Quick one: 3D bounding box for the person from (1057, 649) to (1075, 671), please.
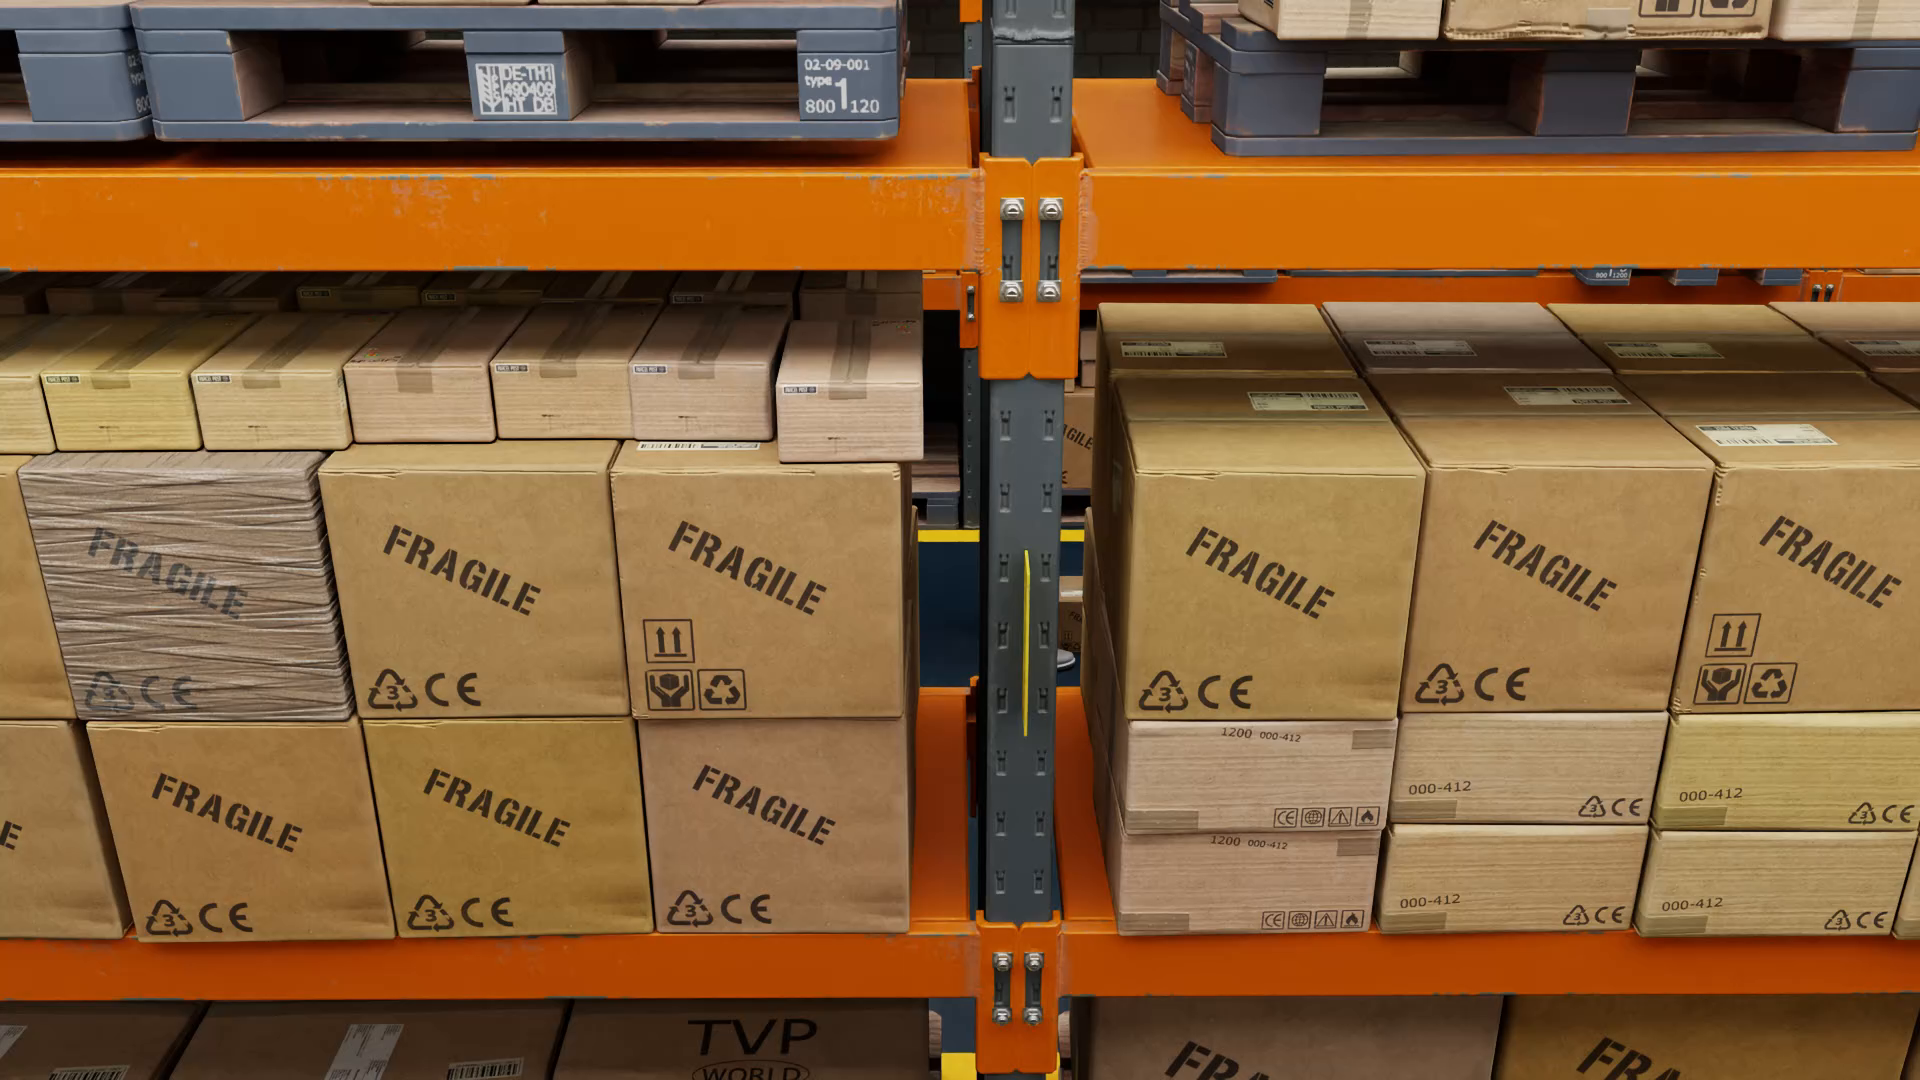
[{"bbox_3d":[0.289,-0.348,6.902,0.396,1.726,0.586,0,24,0],"label":"person"}]
